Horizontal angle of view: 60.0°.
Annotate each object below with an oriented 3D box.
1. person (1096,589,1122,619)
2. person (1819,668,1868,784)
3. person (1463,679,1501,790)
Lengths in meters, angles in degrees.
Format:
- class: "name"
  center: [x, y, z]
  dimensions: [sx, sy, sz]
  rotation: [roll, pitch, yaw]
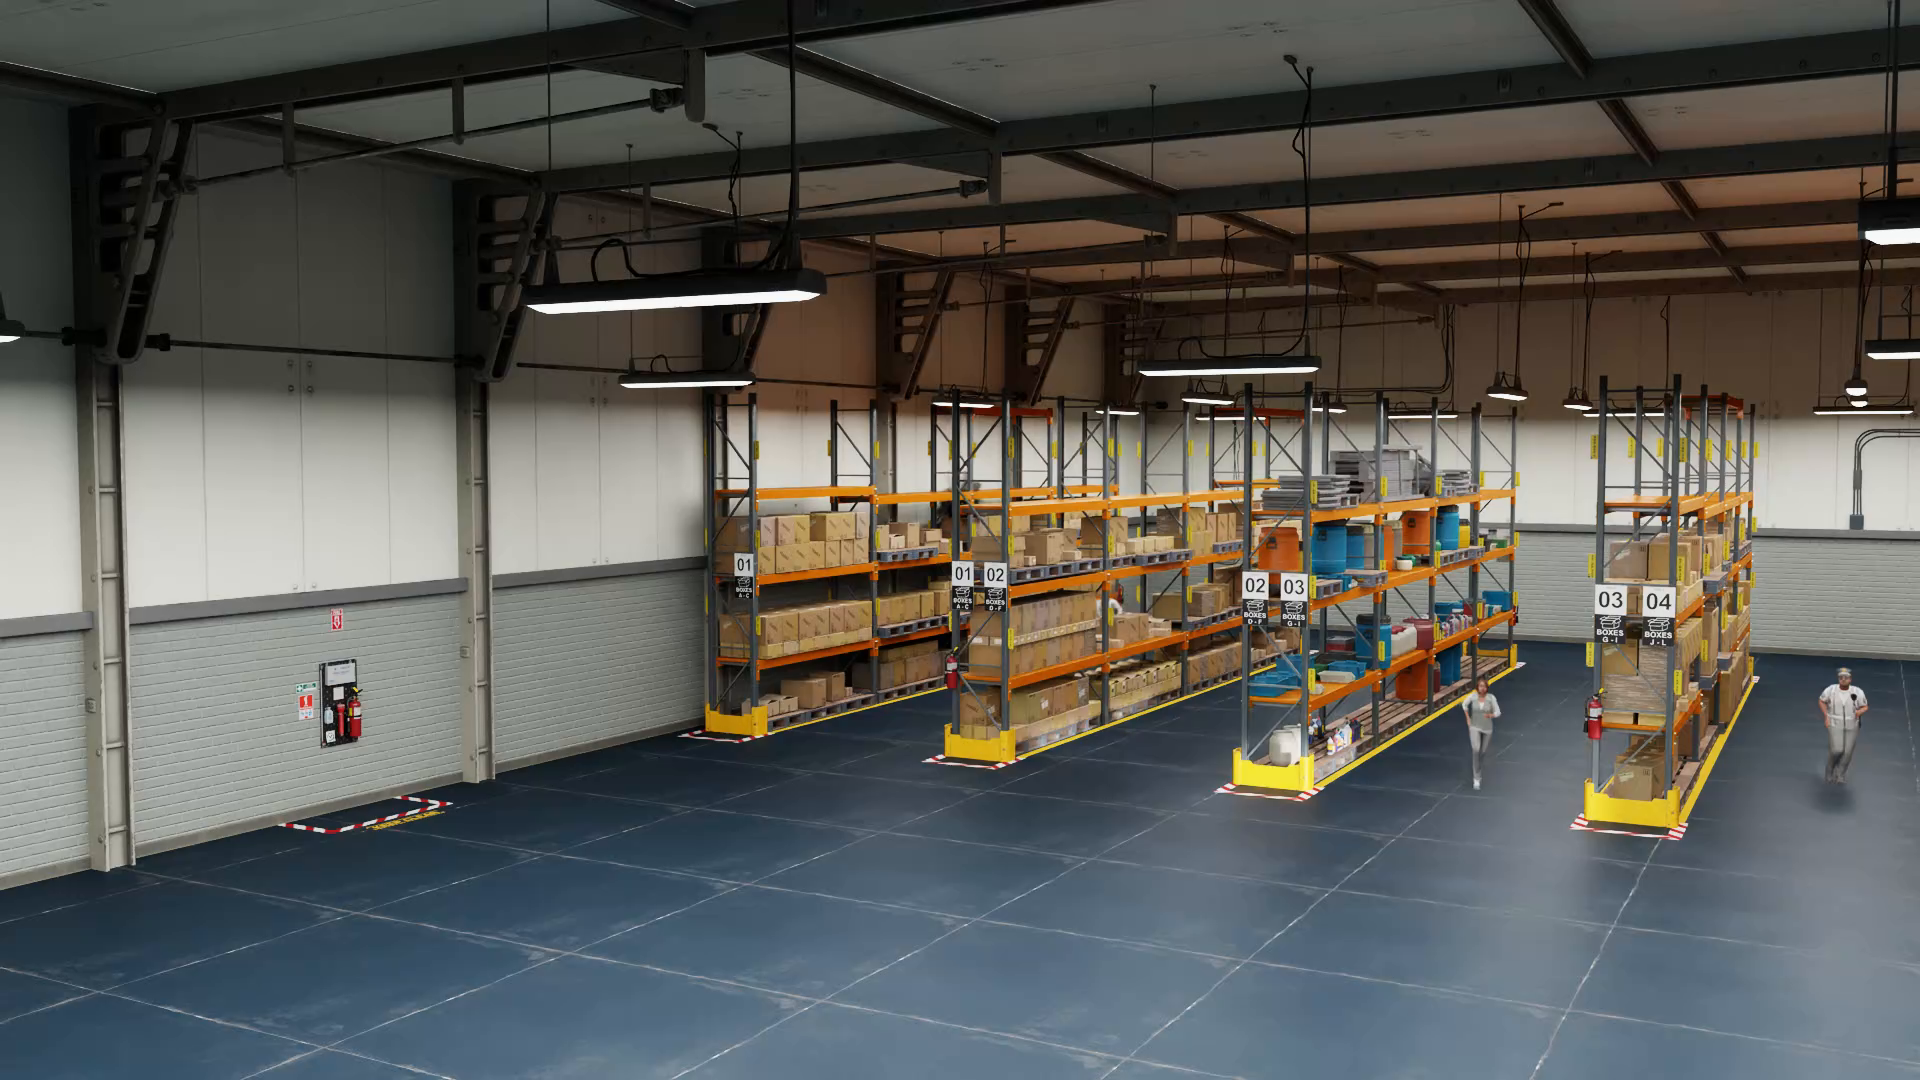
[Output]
- class: "person"
  center: [3.384, 1.909, 38.562]
  dimensions: [0.733, 1.593, 0.700]
  rotation: [2, 4, 29]
- class: "person"
  center: [13.190, 2.786, 24.808]
  dimensions: [0.637, 1.772, 0.655]
  rotation: [1, 3, 21]
- class: "person"
  center: [7.786, 2.875, 24.833]
  dimensions: [0.510, 1.638, 0.819]
  rotation: [0, 3, 7]
